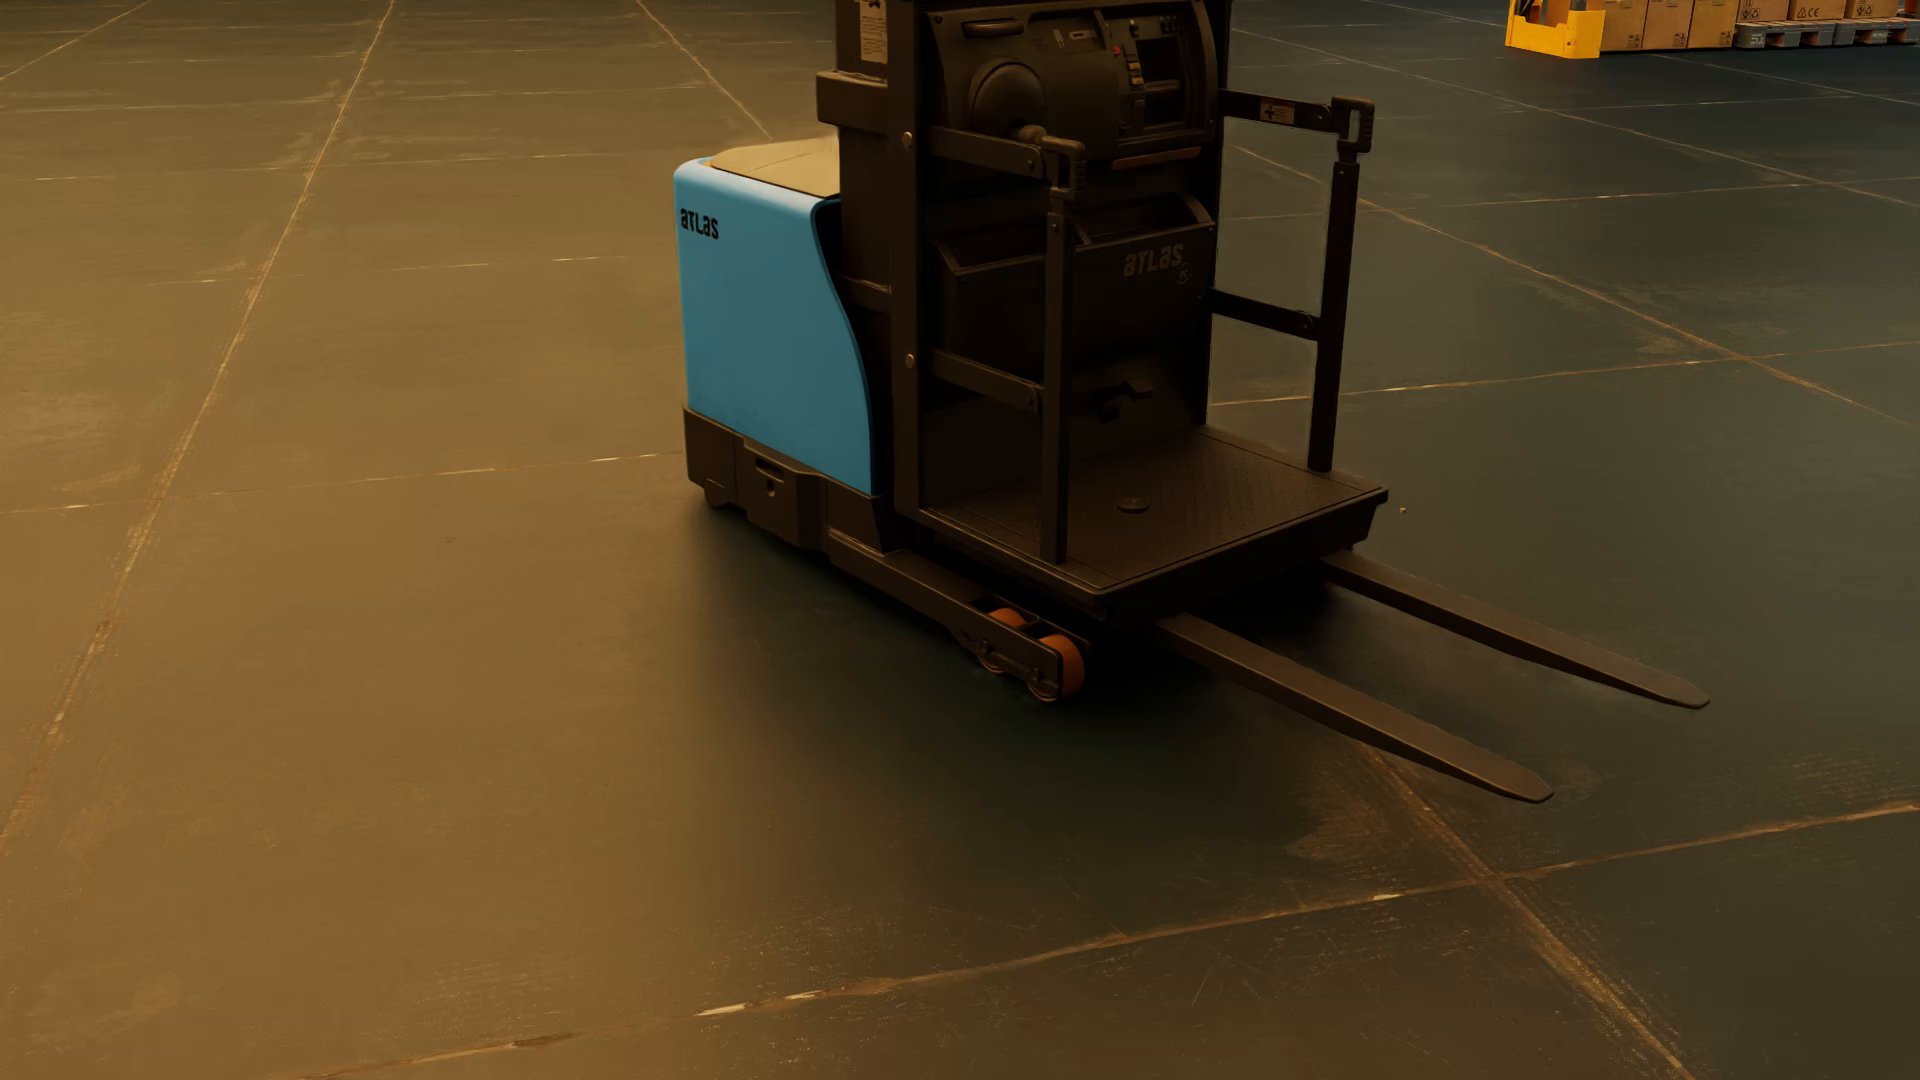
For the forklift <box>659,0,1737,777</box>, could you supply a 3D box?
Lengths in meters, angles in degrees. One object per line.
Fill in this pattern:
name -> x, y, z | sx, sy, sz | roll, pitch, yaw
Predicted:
forklift -> 0.481, -1.184, 4.092 | 1.130, 2.935, 3.031 | -21, 31, -40
